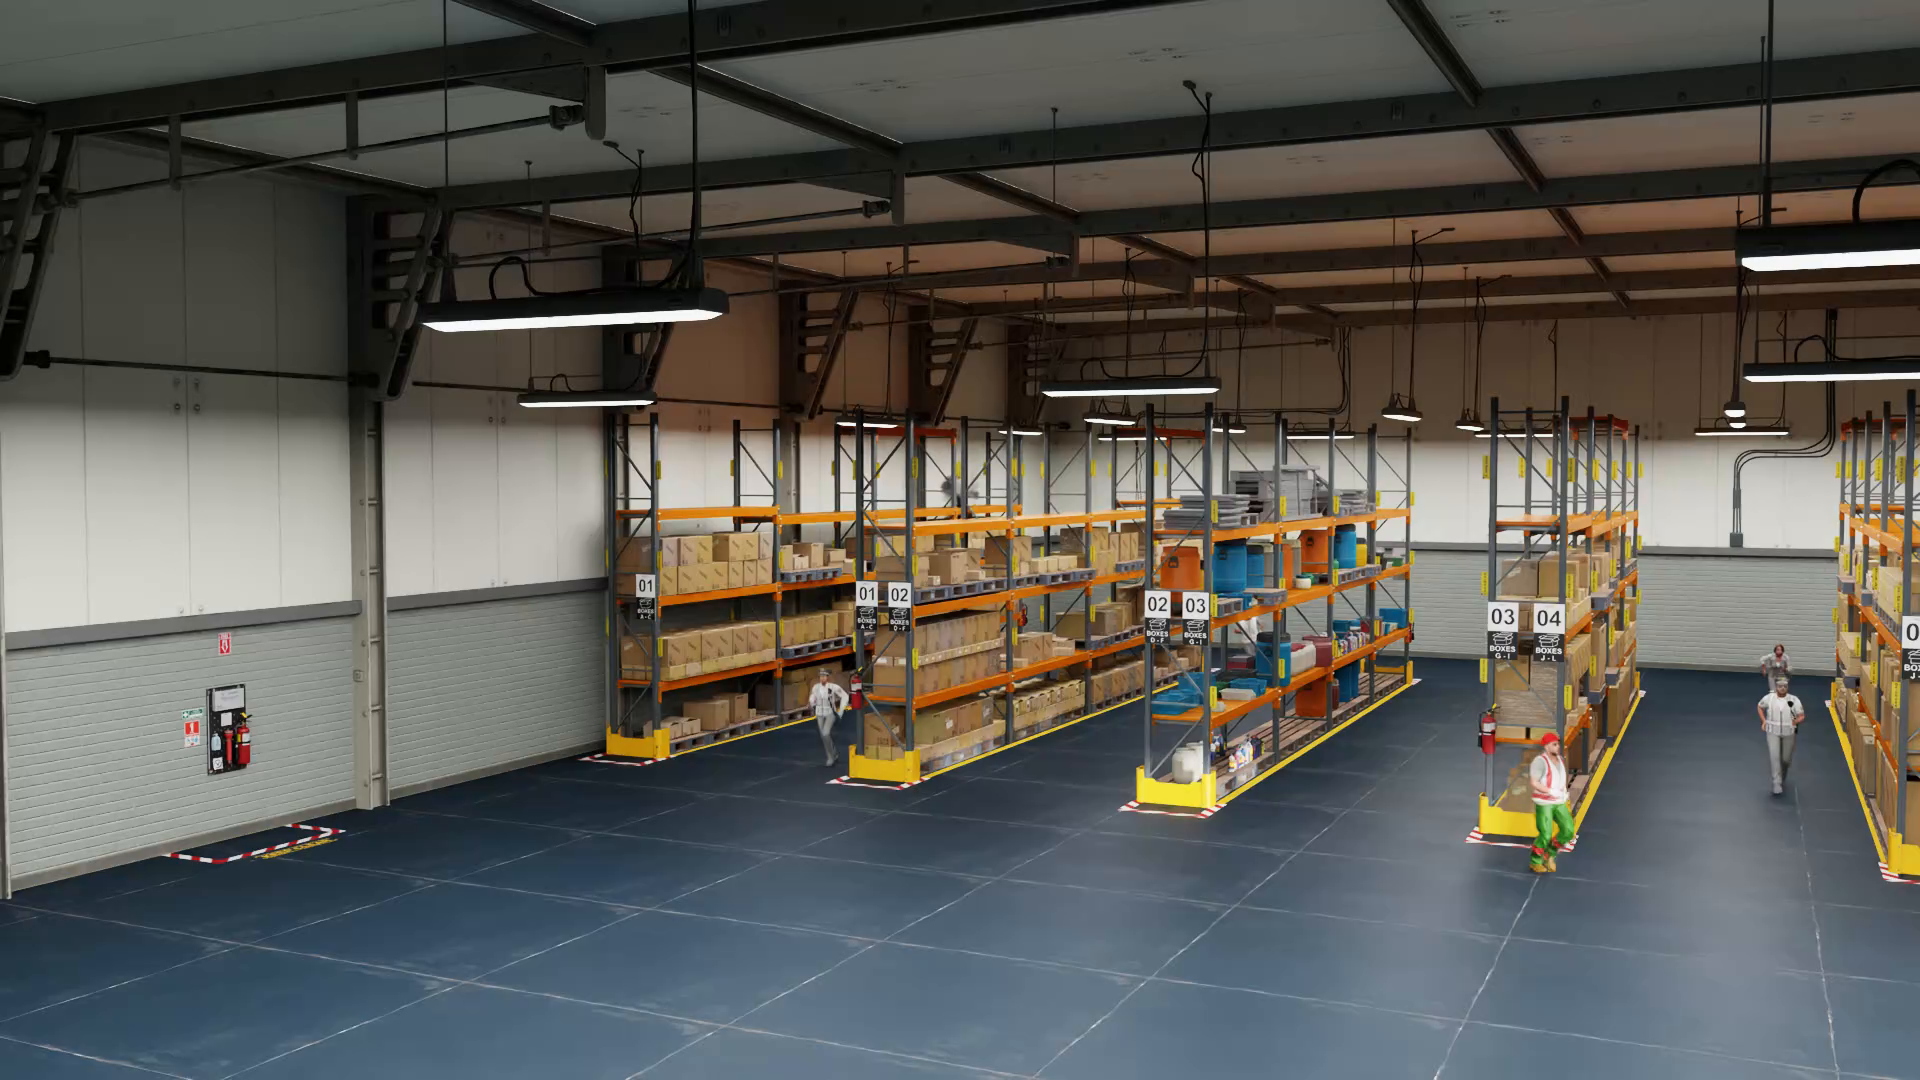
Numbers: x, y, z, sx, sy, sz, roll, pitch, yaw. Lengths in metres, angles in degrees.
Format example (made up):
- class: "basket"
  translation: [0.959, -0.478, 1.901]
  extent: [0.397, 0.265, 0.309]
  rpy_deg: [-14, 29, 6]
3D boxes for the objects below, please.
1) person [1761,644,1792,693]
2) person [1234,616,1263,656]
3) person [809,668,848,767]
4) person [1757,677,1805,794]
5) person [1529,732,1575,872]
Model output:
- class: "person"
  translation: [16.357, 2.836, 33.317]
  extent: [0.524, 1.522, 0.742]
  rpy_deg: [1, 2, 16]
- class: "person"
  translation: [6.984, 2.451, 39.950]
  extent: [0.779, 1.769, 0.761]
  rpy_deg: [0, 2, 11]
- class: "person"
  translation: [-2.267, 2.983, 28.162]
  extent: [0.624, 1.673, 0.723]
  rpy_deg: [1, 3, 22]
- class: "person"
  translation: [12.858, 3.029, 26.047]
  extent: [0.664, 1.785, 0.927]
  rpy_deg: [1, 3, 23]
- class: "person"
  translation: [7.331, 3.251, 20.509]
  extent: [0.692, 1.758, 0.641]
  rpy_deg: [-1, 3, -26]
